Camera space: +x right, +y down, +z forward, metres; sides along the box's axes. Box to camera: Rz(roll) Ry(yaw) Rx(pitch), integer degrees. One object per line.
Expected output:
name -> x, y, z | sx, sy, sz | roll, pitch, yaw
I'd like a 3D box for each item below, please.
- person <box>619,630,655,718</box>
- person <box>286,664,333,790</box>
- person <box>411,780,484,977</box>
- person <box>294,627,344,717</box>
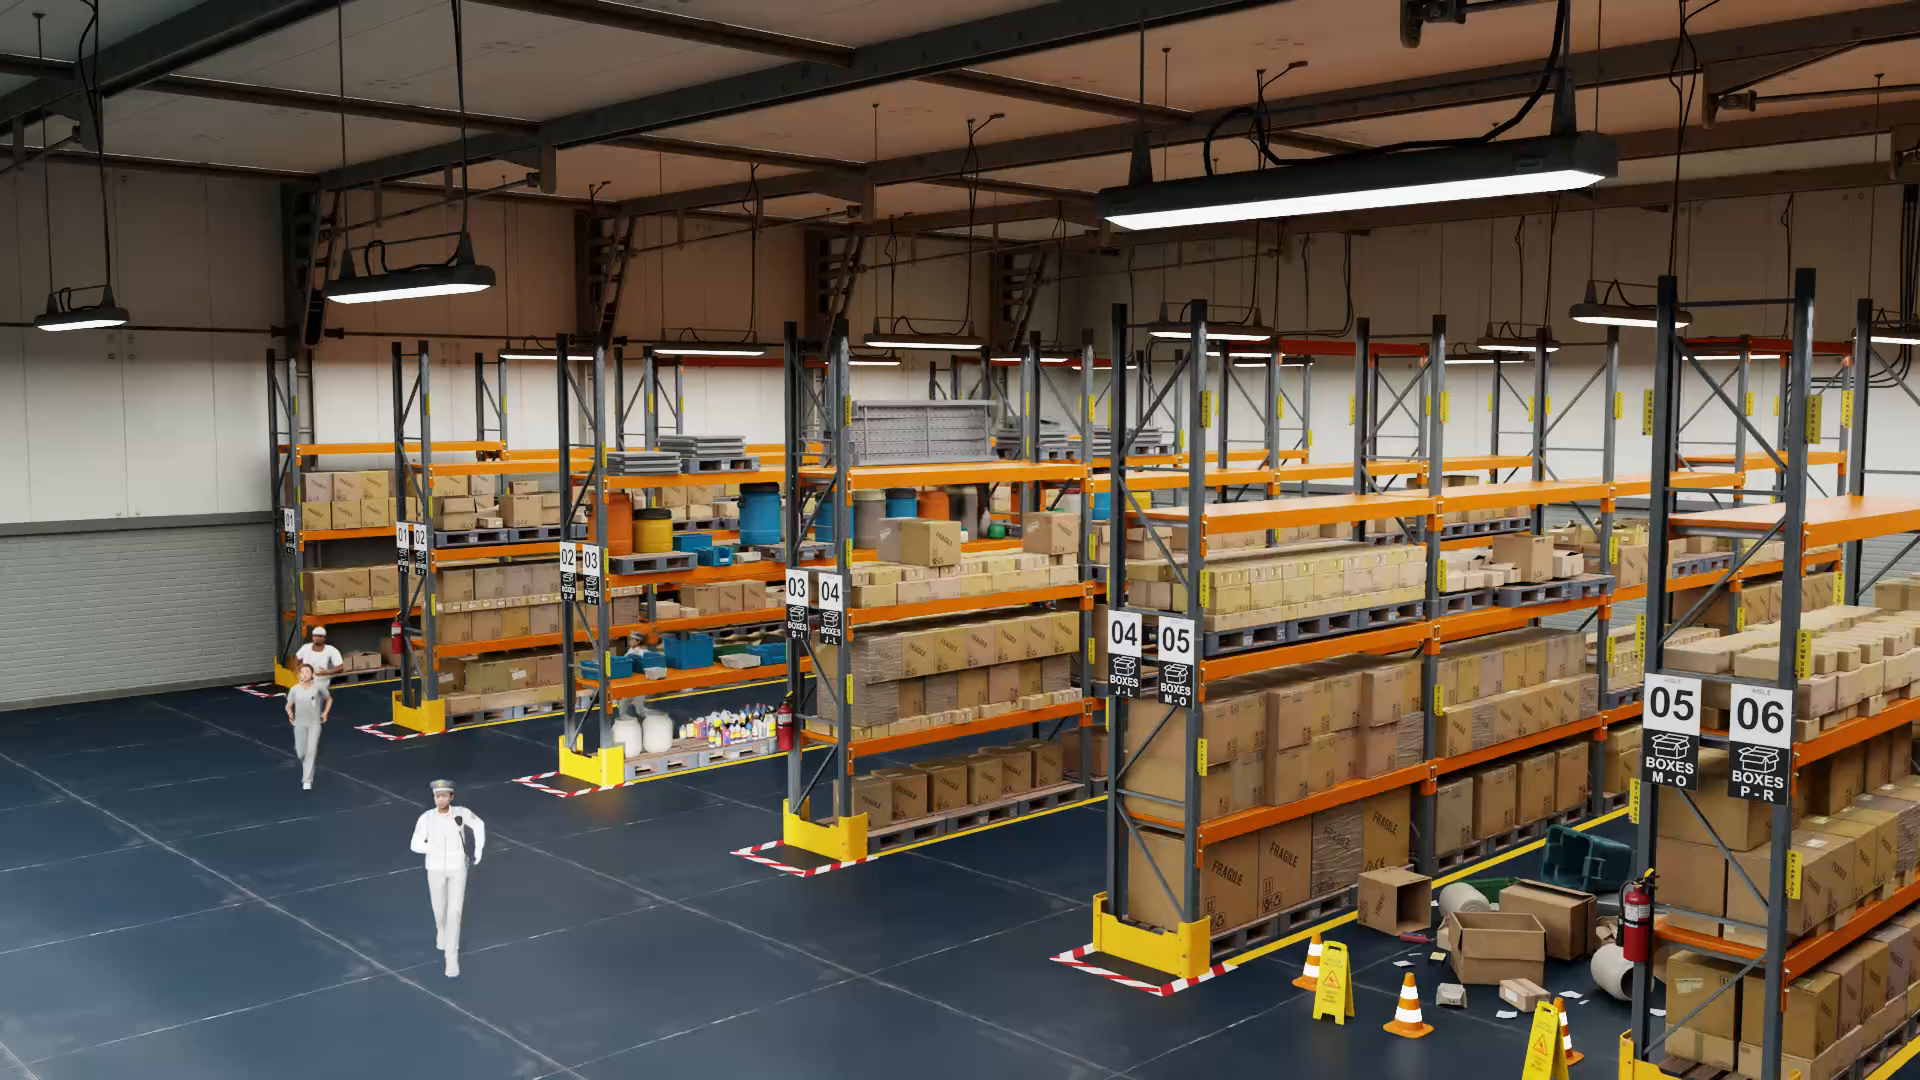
person -> -4.845, 2.168, 24.871 | 0.624, 1.670, 0.884 | 5, 7, 44
person -> -8.636, 2.454, 22.076 | 0.581, 1.623, 0.806 | -1, 5, -16
person -> -4.653, 2.997, 15.091 | 0.624, 1.668, 0.997 | -1, 5, -10
person -> -9.573, 2.161, 24.817 | 0.736, 1.755, 0.906 | -1, 5, -8
